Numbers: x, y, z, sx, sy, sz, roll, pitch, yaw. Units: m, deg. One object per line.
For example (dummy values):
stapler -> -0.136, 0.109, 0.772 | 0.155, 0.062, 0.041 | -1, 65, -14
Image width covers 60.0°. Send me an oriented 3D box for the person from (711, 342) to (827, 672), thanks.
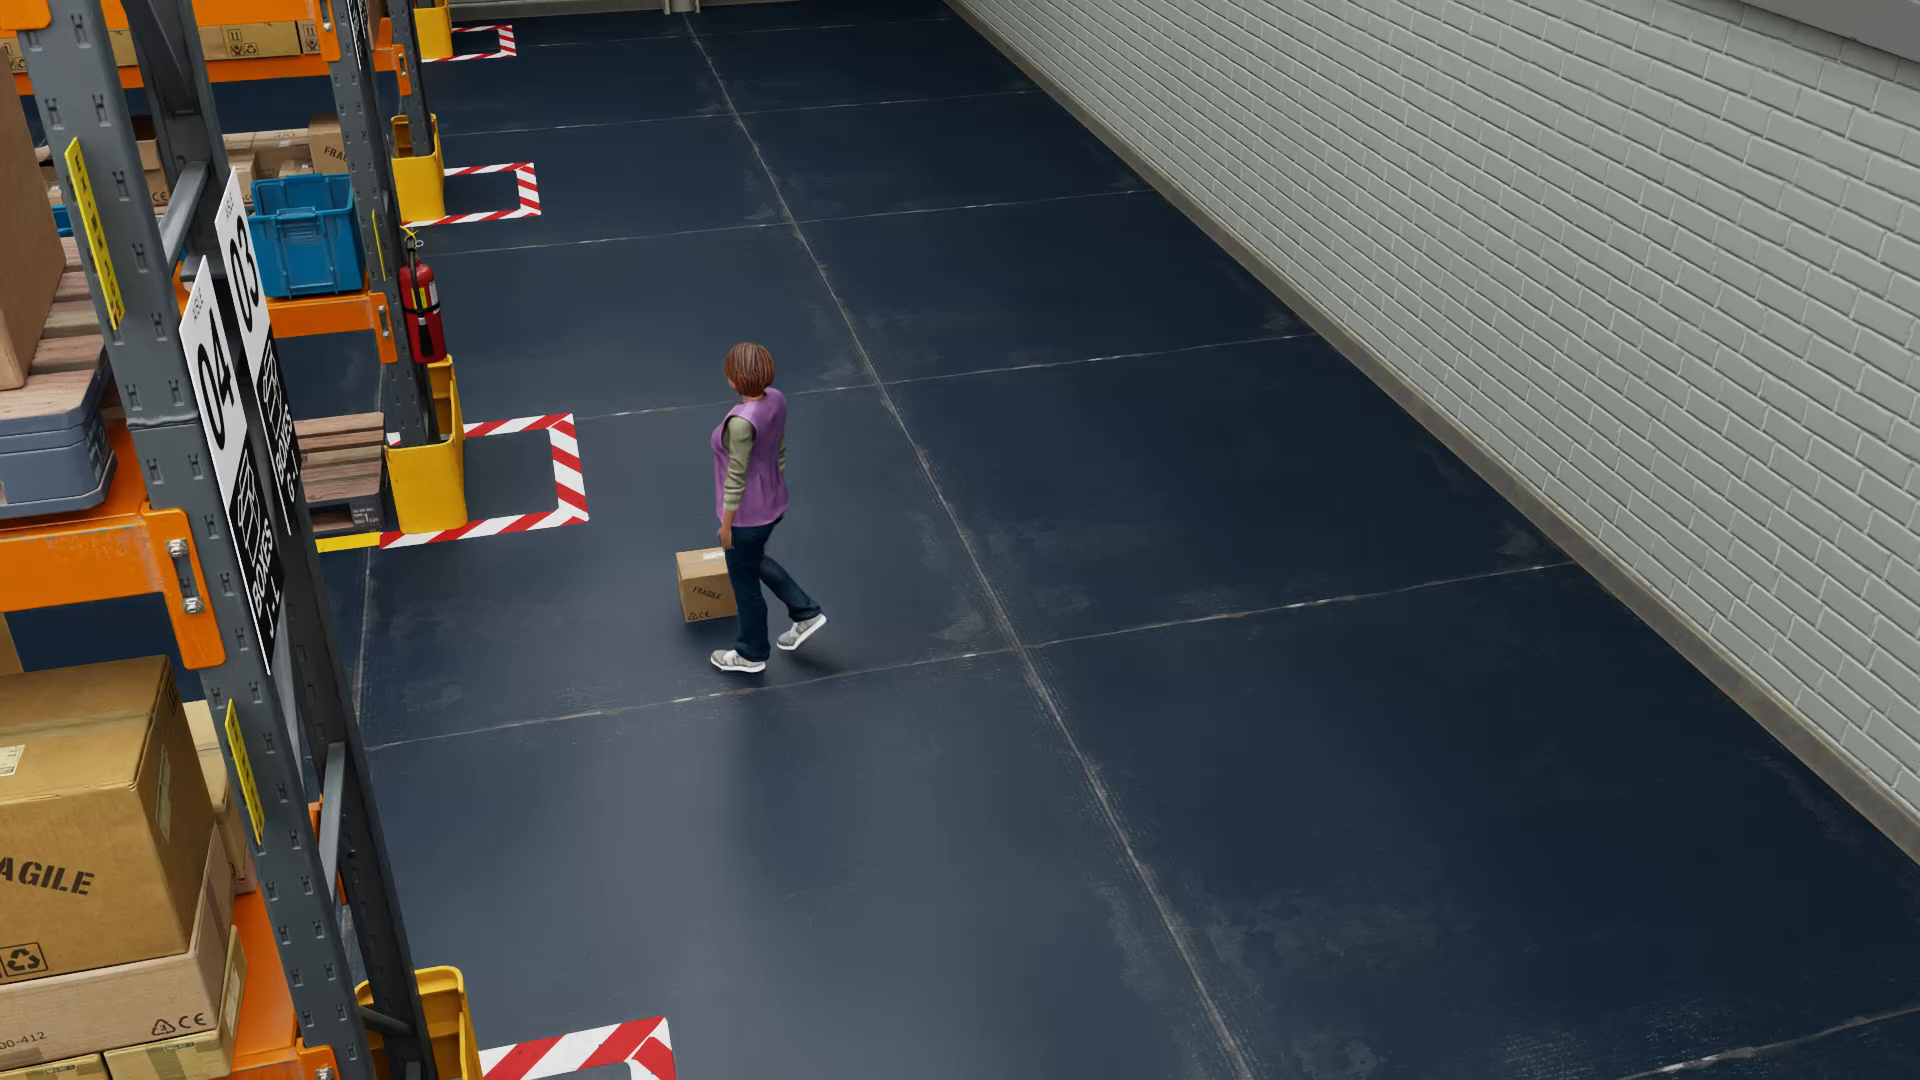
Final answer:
person -> -0.900, -0.100, 7.343 | 0.497, 1.552, 0.424 | 8, 32, 14
